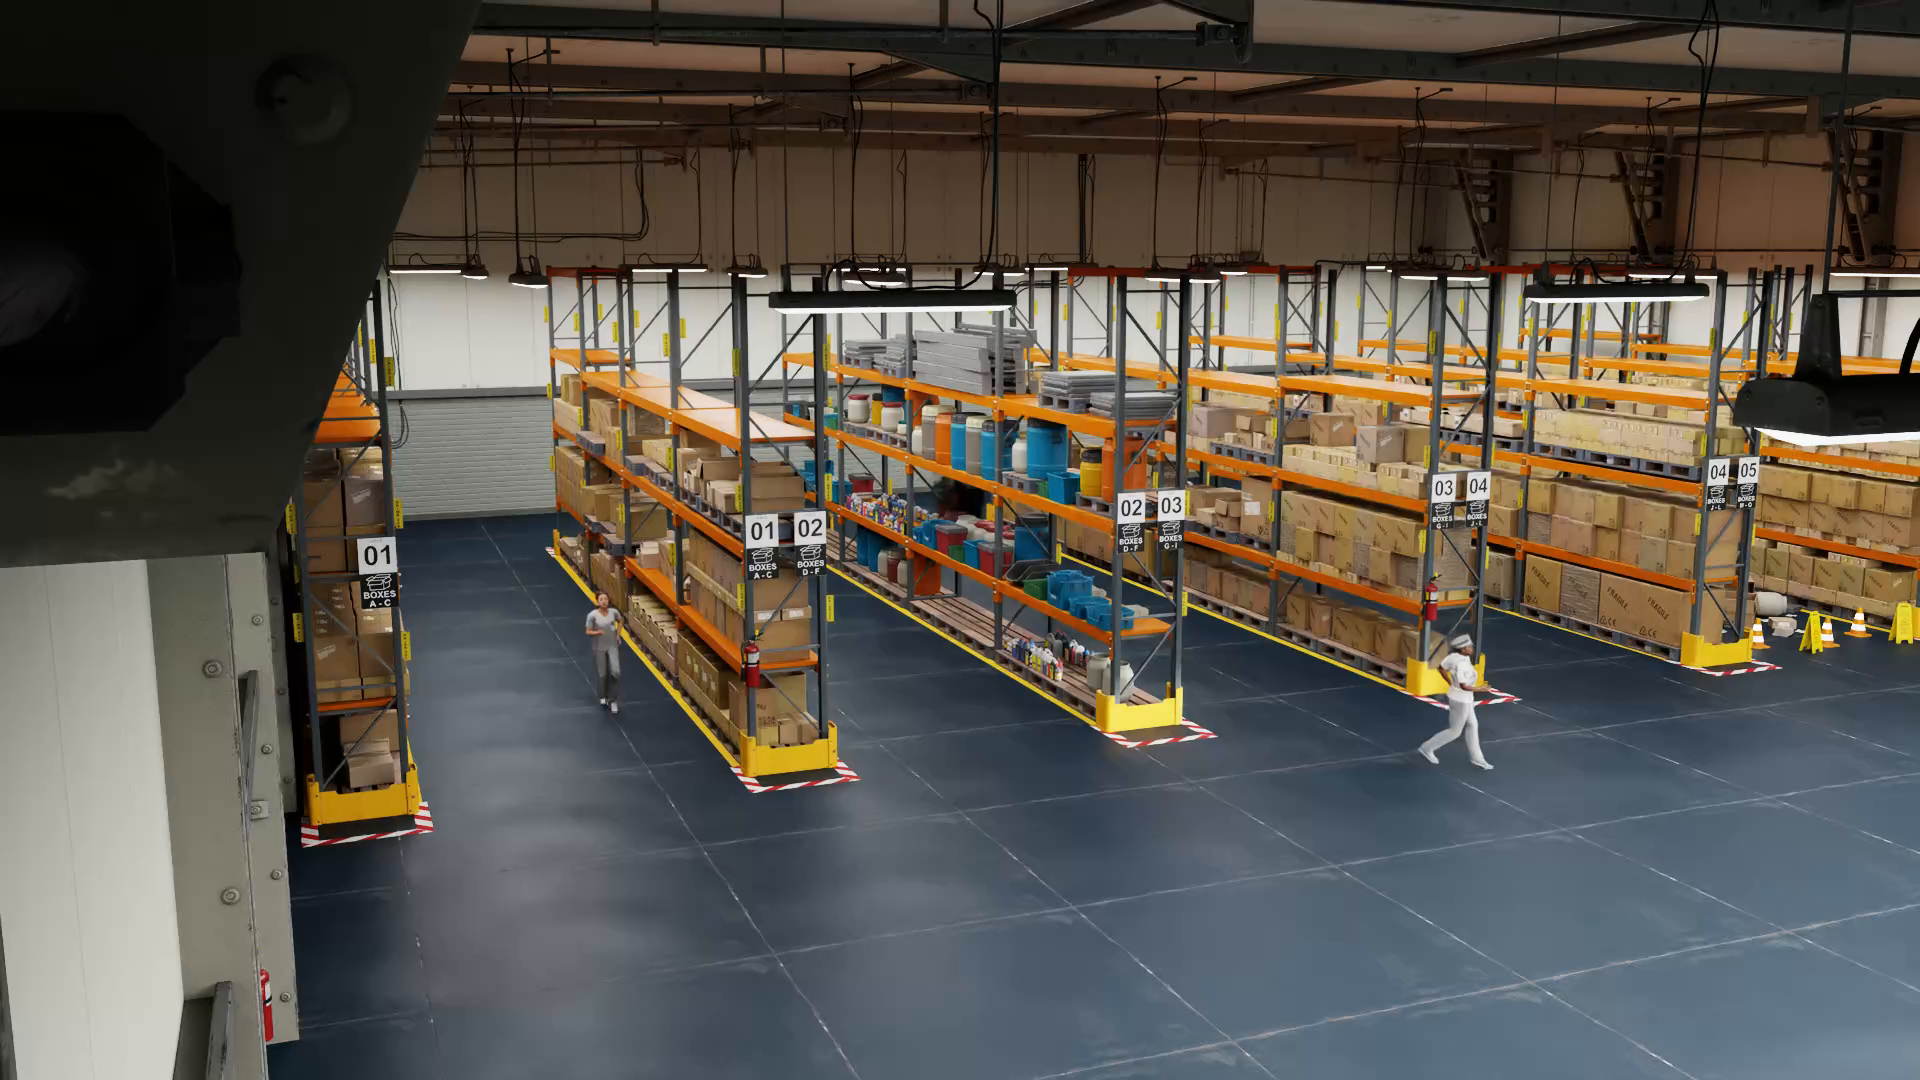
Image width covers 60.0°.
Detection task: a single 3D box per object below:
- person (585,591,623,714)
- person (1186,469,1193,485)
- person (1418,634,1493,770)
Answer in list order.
[{"bbox_3d":[-4.900,1.541,23.013,0.544,1.705,0.691,-4,11,-20],"label":"person"},{"bbox_3d":[4.667,-0.611,34.929,0.652,1.804,0.937,-5,11,-24],"label":"person"},{"bbox_3d":[6.111,1.986,20.382,0.923,1.718,0.589,1,10,8],"label":"person"}]
